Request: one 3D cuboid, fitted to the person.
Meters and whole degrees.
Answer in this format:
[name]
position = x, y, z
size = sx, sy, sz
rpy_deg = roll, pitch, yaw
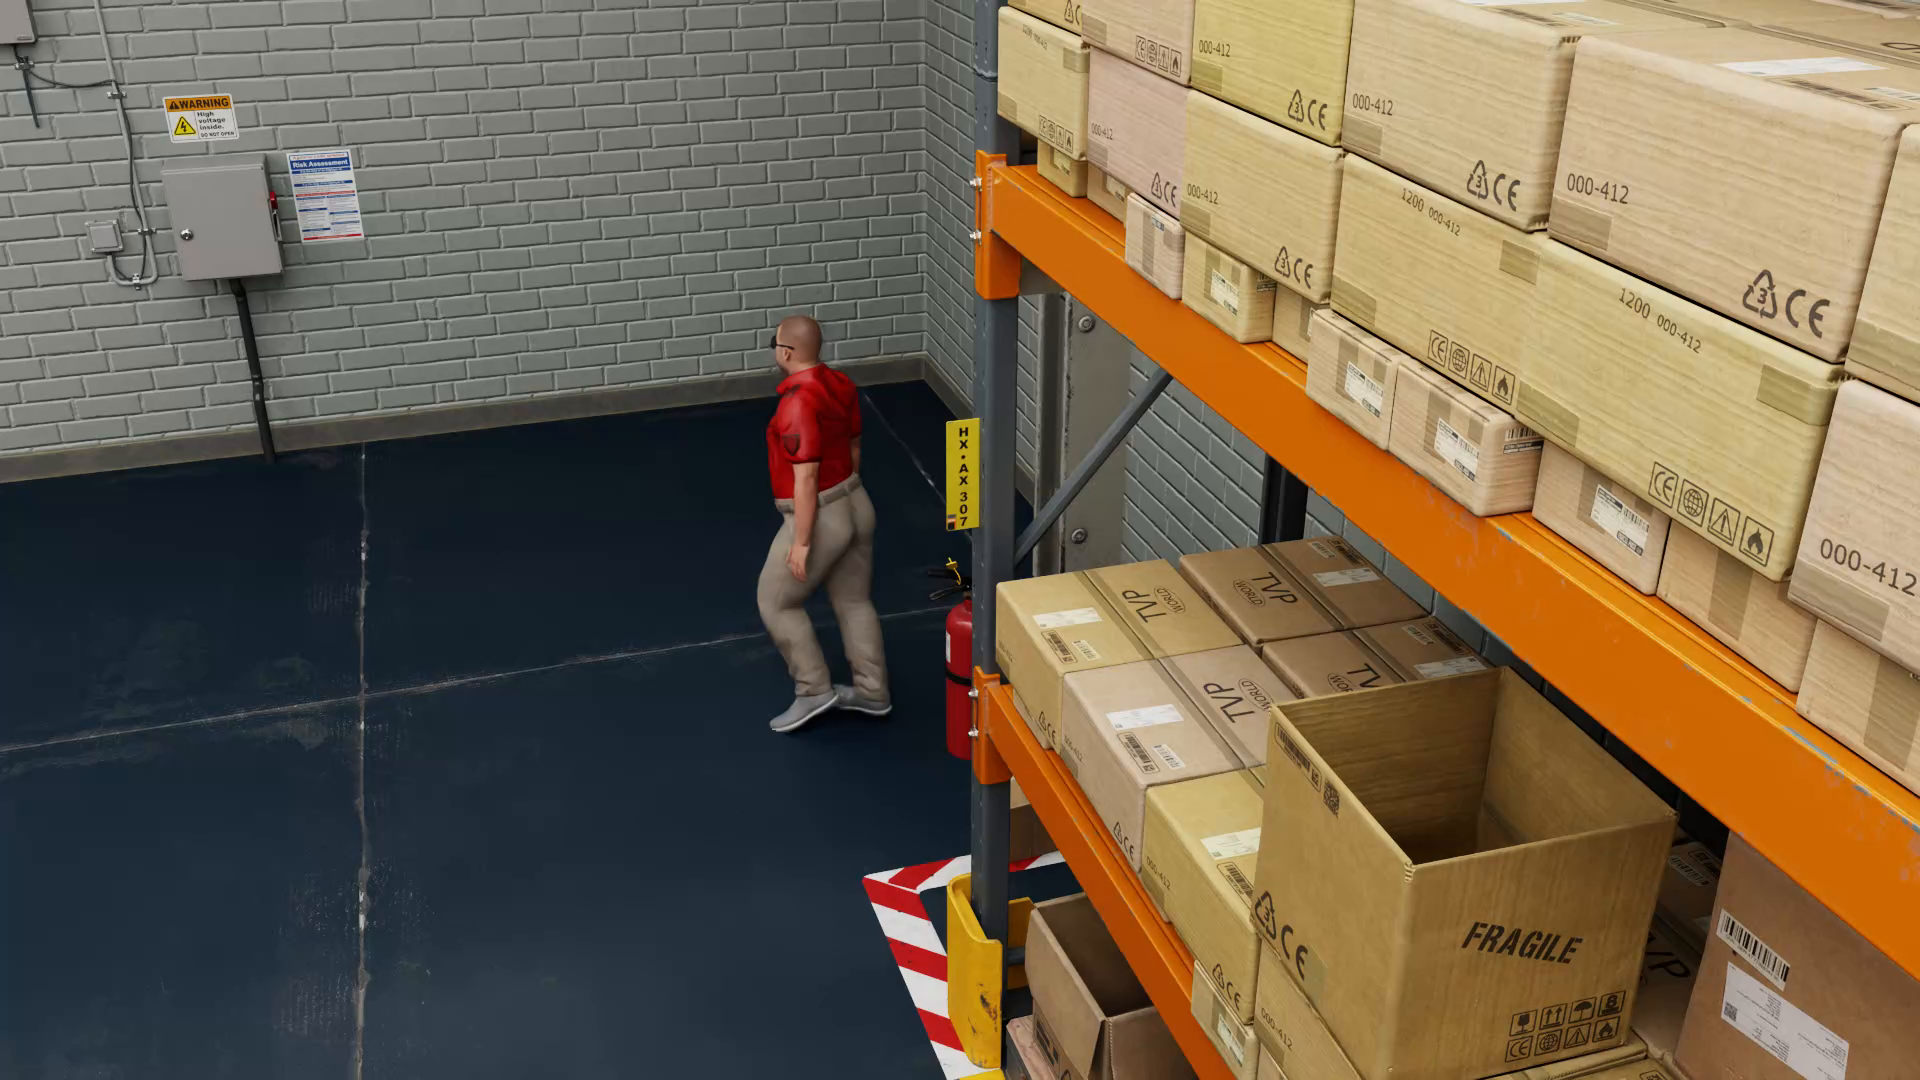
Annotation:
[person]
position = -0.530, -0.040, 6.747
size = 0.515, 1.753, 0.600
rpy_deg = 13, 29, 25
